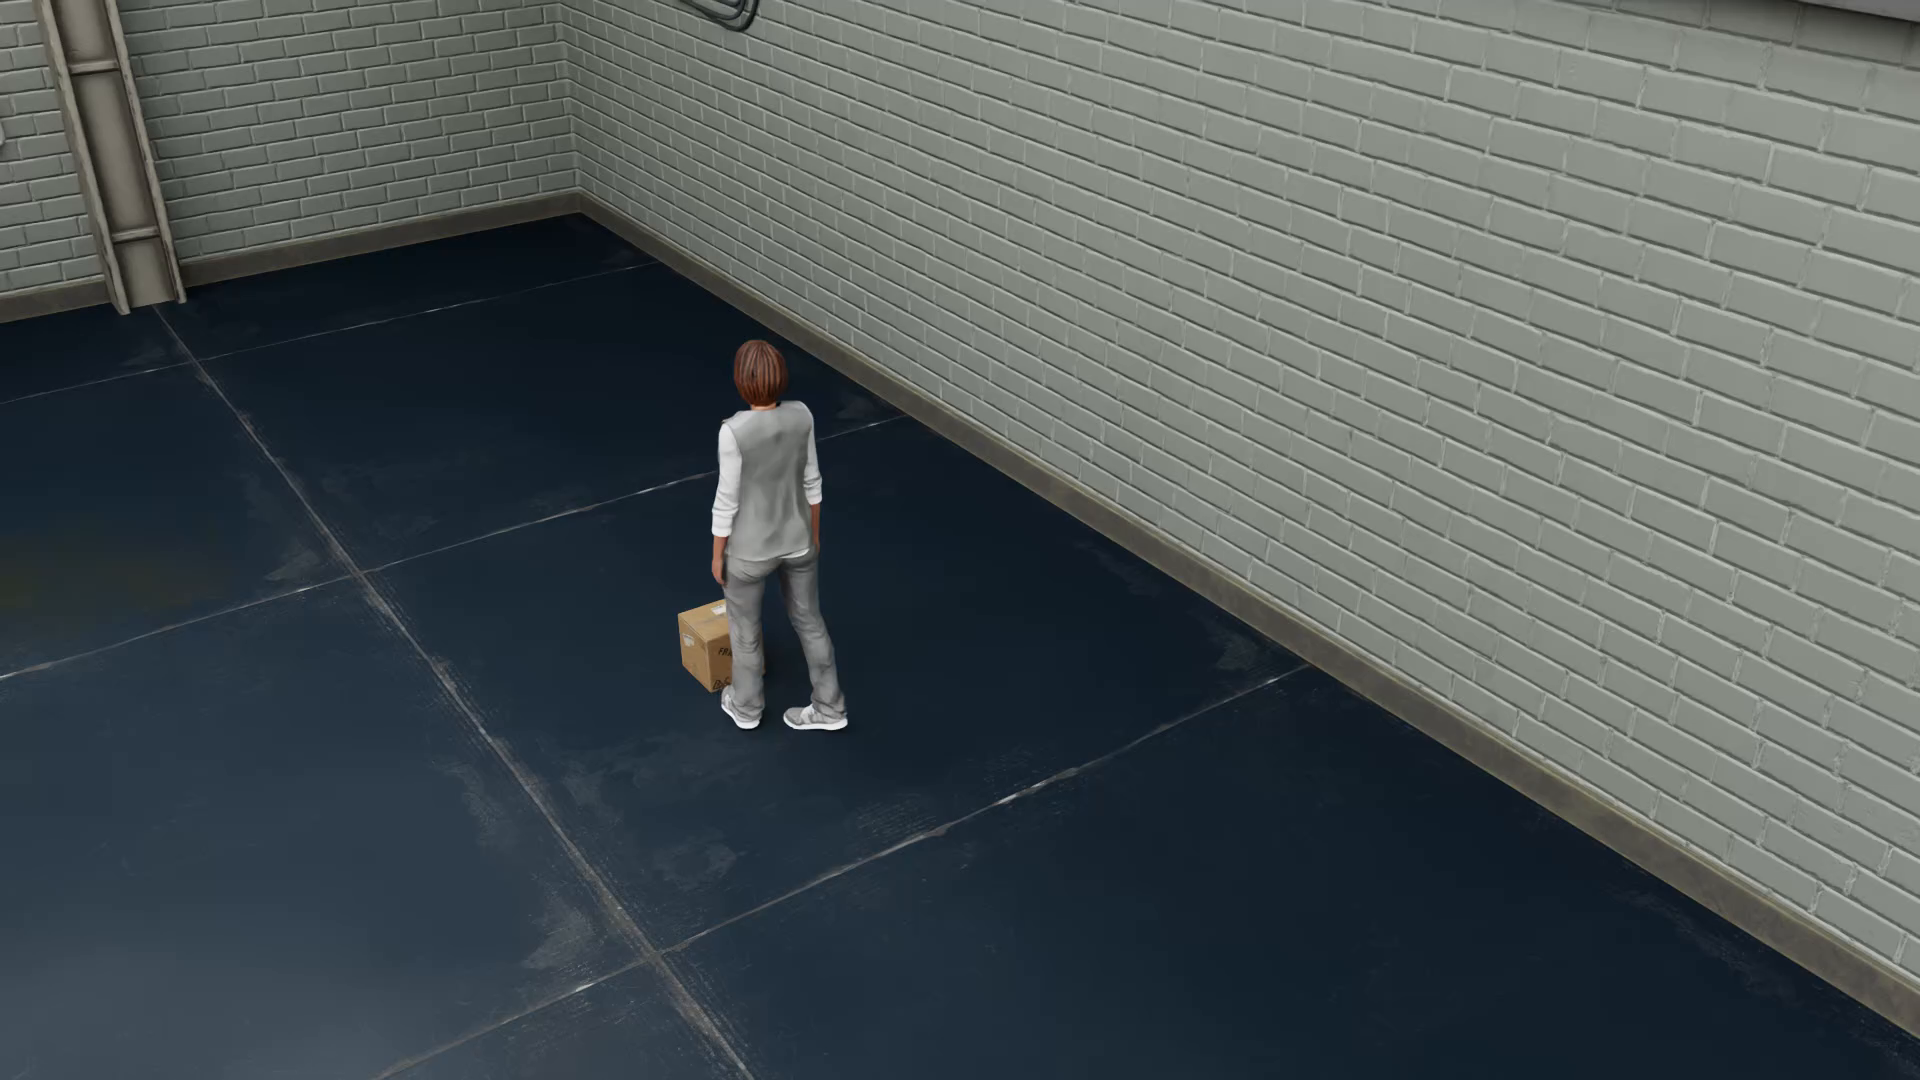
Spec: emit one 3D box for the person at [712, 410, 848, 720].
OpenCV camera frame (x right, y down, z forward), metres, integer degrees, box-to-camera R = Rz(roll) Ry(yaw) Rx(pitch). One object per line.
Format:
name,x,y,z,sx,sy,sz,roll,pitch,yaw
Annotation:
person,-0.683,0.118,6.109,0.432,1.285,0.363,-18,34,-29
